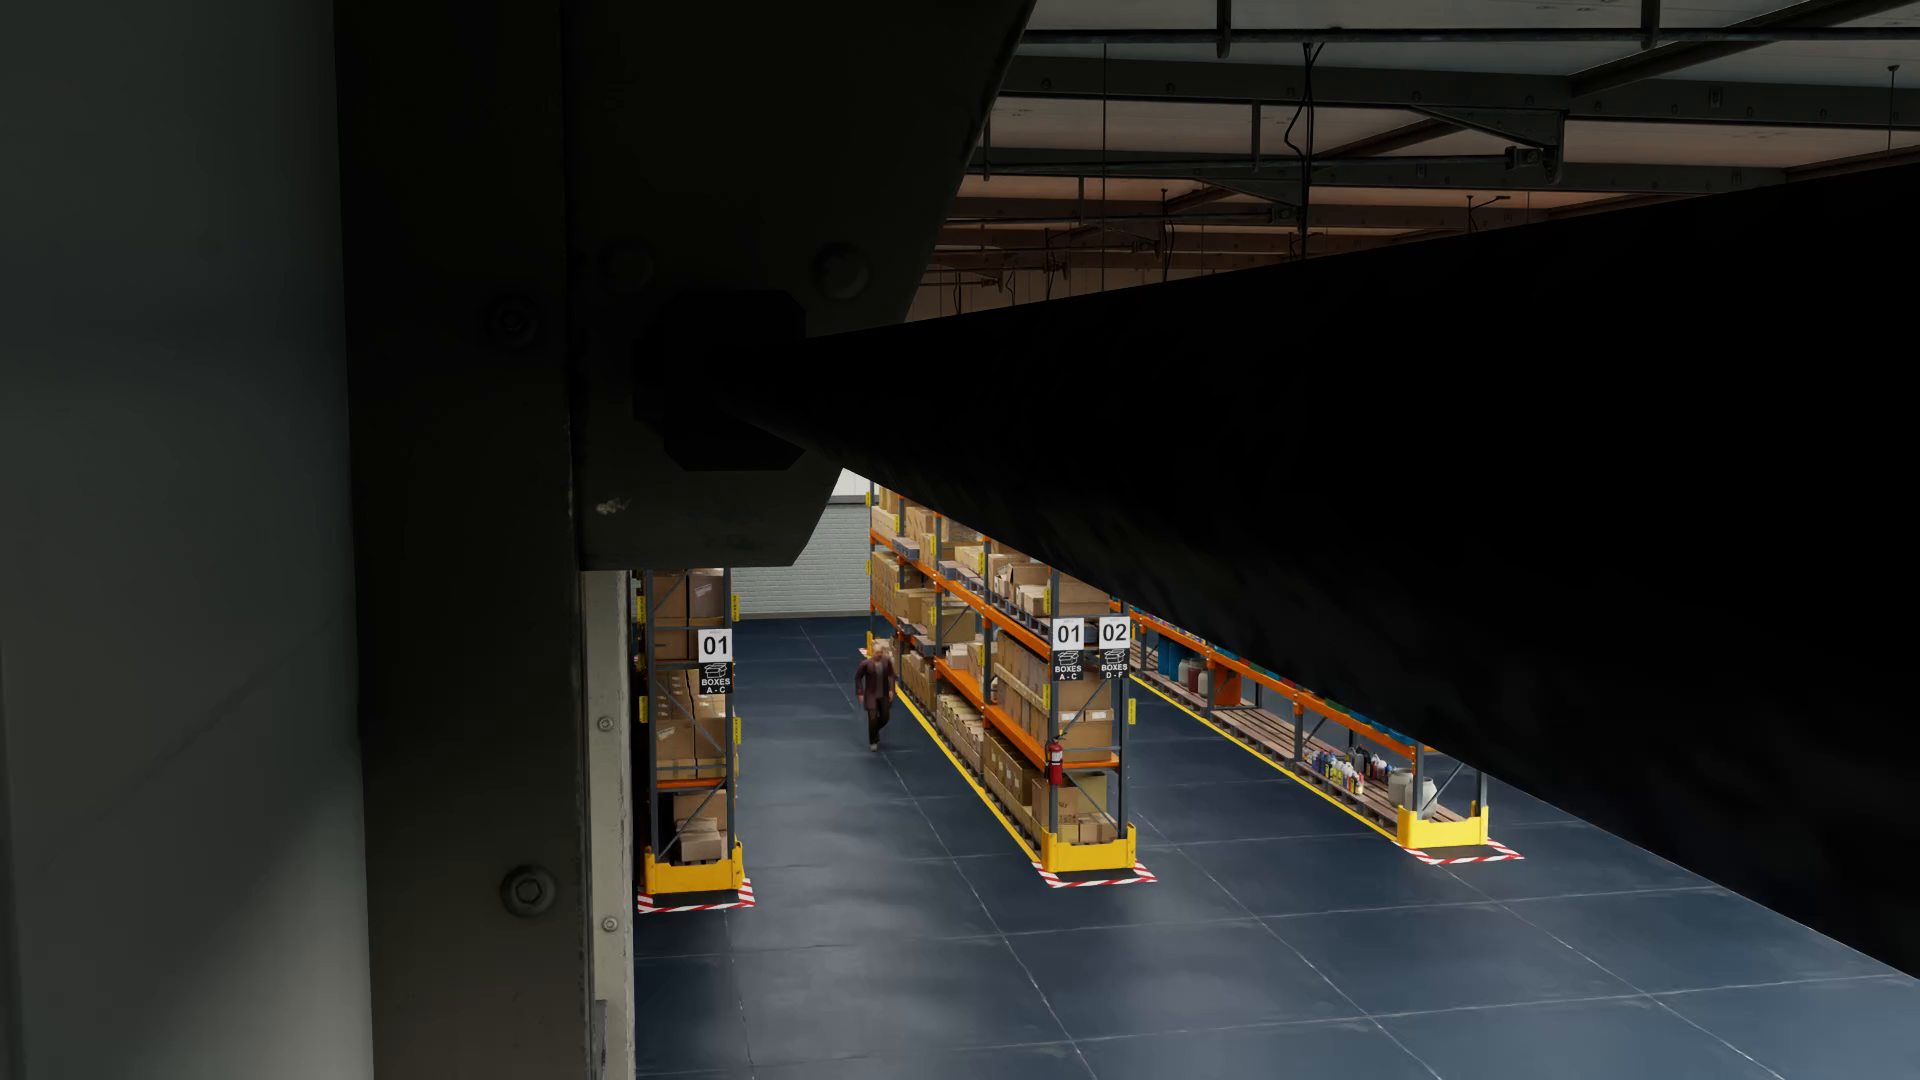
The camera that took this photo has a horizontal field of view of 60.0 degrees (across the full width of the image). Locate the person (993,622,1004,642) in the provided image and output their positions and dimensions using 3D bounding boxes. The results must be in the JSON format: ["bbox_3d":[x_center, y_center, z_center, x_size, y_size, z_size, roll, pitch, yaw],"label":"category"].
[{"bbox_3d":[0.748,1.623,37.158,0.376,1.693,0.519,-2,6,-21],"label":"person"}]

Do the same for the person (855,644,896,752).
[{"bbox_3d":[-1.429,2.580,27.654,0.671,1.764,0.740,-3,6,-23],"label":"person"}]
